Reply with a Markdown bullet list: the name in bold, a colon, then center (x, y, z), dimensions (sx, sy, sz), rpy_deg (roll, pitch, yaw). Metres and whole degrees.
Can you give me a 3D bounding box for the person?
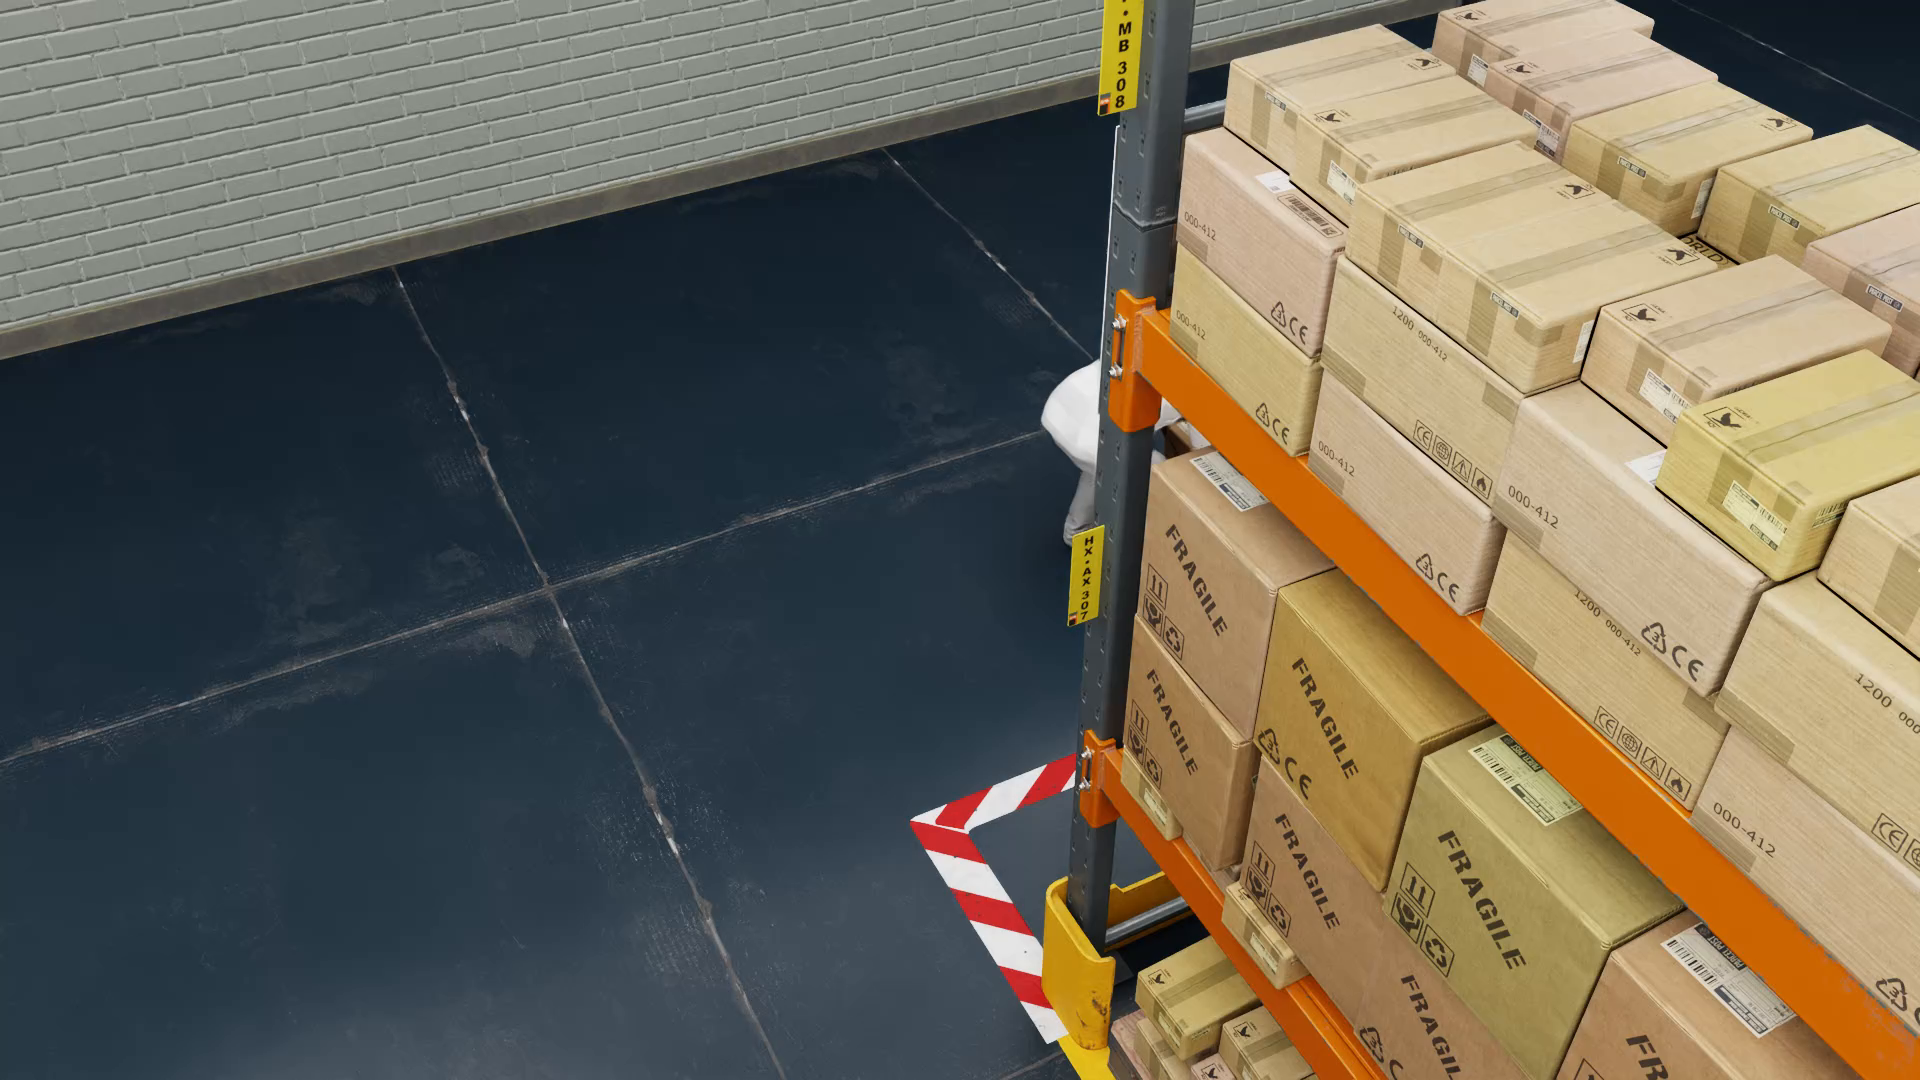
- **person**: center (0.804, -0.414, 7.147), dimensions (0.966, 1.068, 0.511), rpy_deg (-21, 45, -22)
